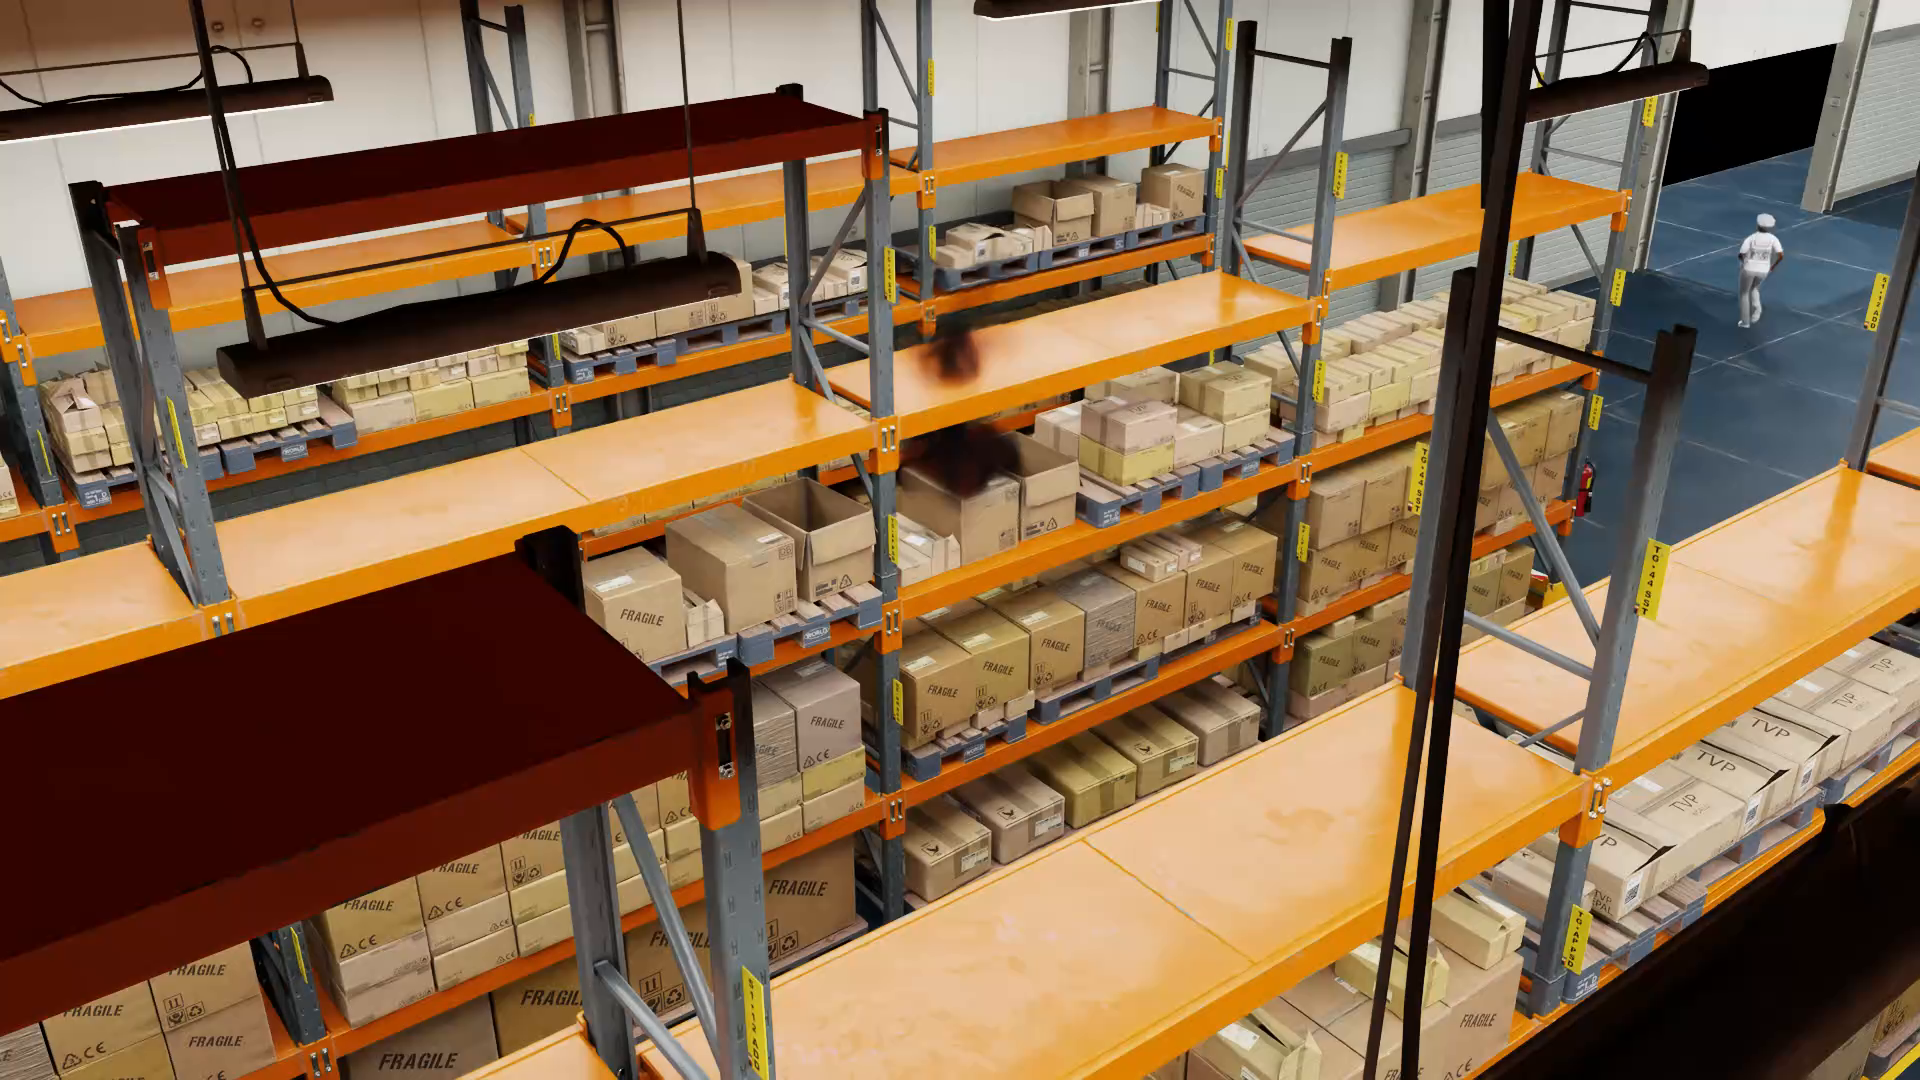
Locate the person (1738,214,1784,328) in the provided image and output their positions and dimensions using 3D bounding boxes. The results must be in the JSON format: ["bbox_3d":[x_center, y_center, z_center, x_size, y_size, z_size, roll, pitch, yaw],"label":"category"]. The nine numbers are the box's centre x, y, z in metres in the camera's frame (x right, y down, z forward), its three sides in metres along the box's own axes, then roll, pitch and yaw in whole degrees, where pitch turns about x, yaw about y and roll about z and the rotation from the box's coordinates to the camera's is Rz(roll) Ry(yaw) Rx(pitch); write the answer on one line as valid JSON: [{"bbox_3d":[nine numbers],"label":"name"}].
[{"bbox_3d":[11.602,-3.952,24.291,0.561,1.661,0.570,2,26,4],"label":"person"}]
